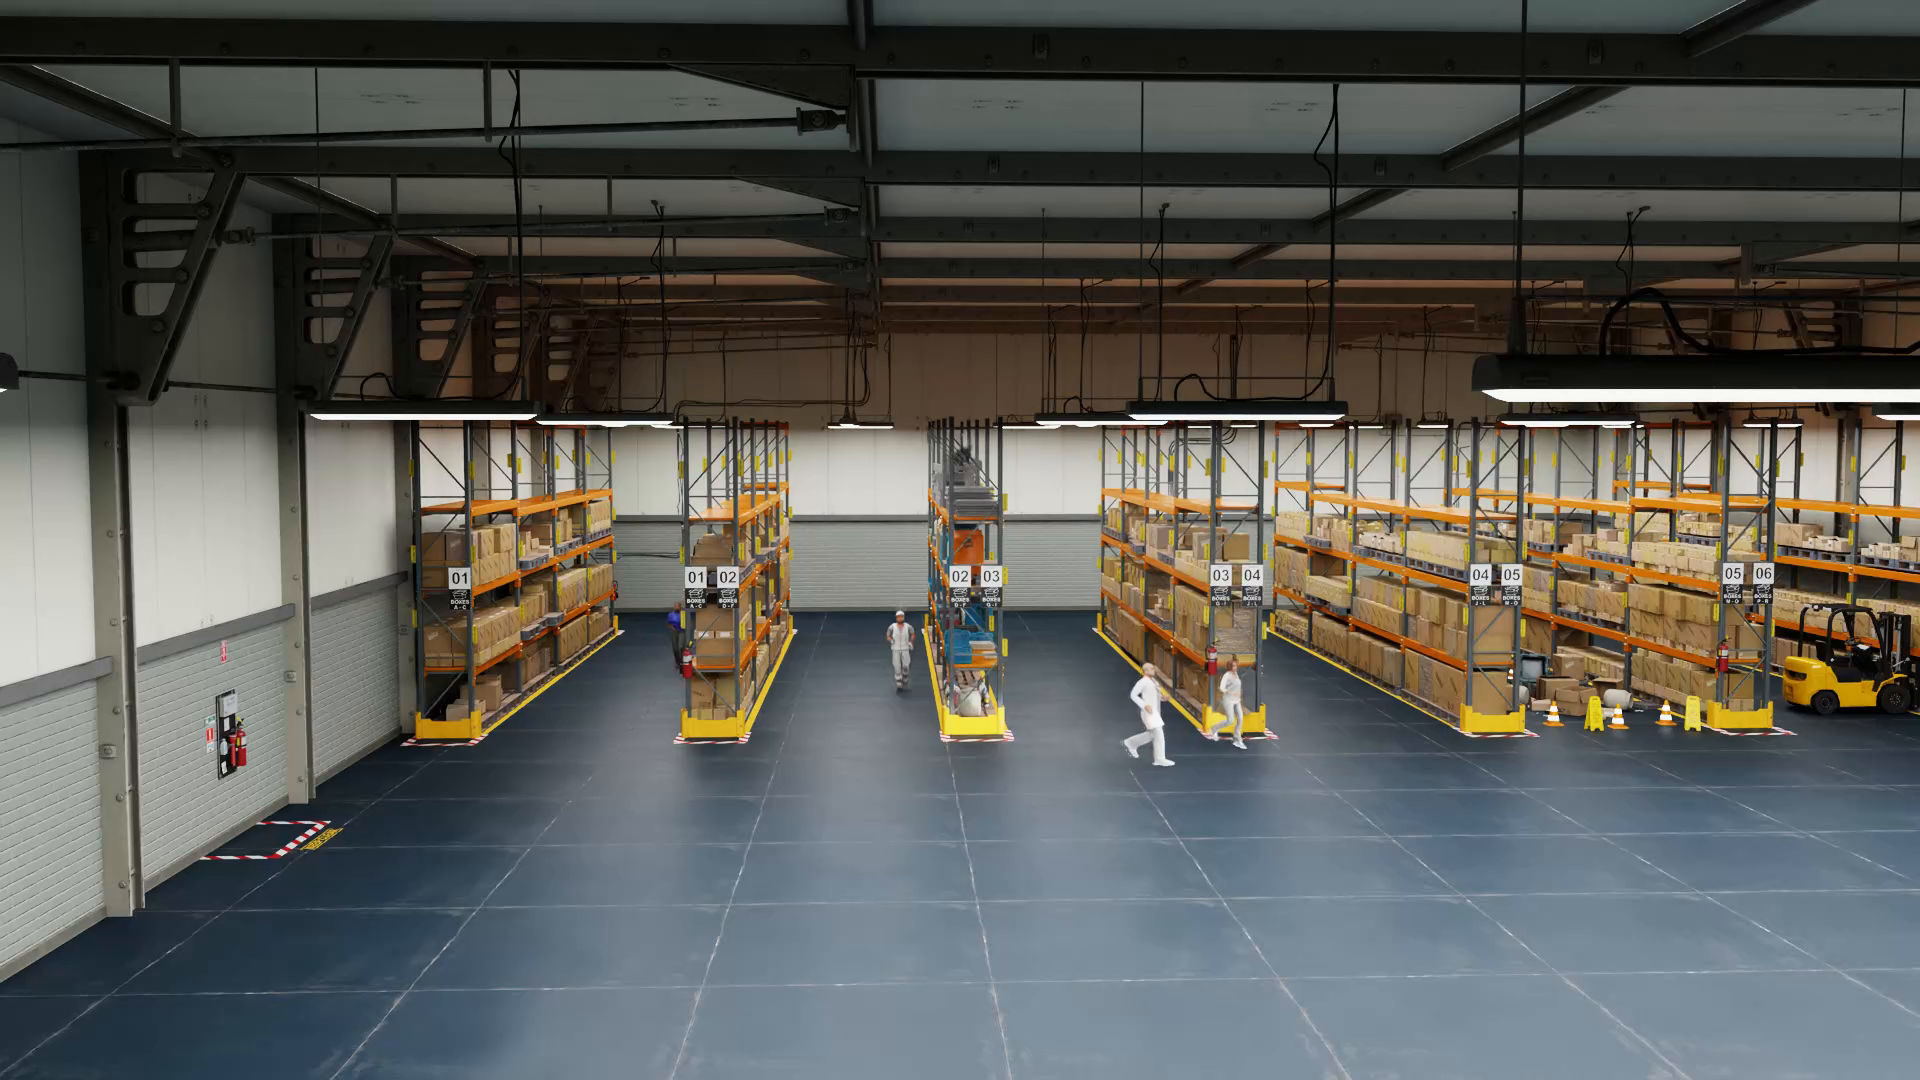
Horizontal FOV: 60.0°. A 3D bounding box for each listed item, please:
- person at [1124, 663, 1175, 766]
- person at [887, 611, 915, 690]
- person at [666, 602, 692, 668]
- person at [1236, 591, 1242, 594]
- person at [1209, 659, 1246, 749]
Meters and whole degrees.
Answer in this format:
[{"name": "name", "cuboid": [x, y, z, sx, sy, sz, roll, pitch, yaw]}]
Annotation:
[{"name": "person", "cuboid": [3.234, 2.981, 28.520, 0.963, 1.751, 0.720, 2, 4, 27]}, {"name": "person", "cuboid": [-1.301, 2.443, 36.672, 0.628, 1.753, 0.632, 0, 4, -3]}, {"name": "person", "cuboid": [-6.722, 2.325, 39.751, 0.589, 1.717, 0.723, 0, 4, 1]}, {"name": "person", "cuboid": [7.800, 1.907, 46.147, 0.621, 1.608, 0.480, 0, 4, -1]}, {"name": "person", "cuboid": [4.873, 2.964, 30.190, 0.729, 1.604, 0.554, 3, 5, 39]}]
